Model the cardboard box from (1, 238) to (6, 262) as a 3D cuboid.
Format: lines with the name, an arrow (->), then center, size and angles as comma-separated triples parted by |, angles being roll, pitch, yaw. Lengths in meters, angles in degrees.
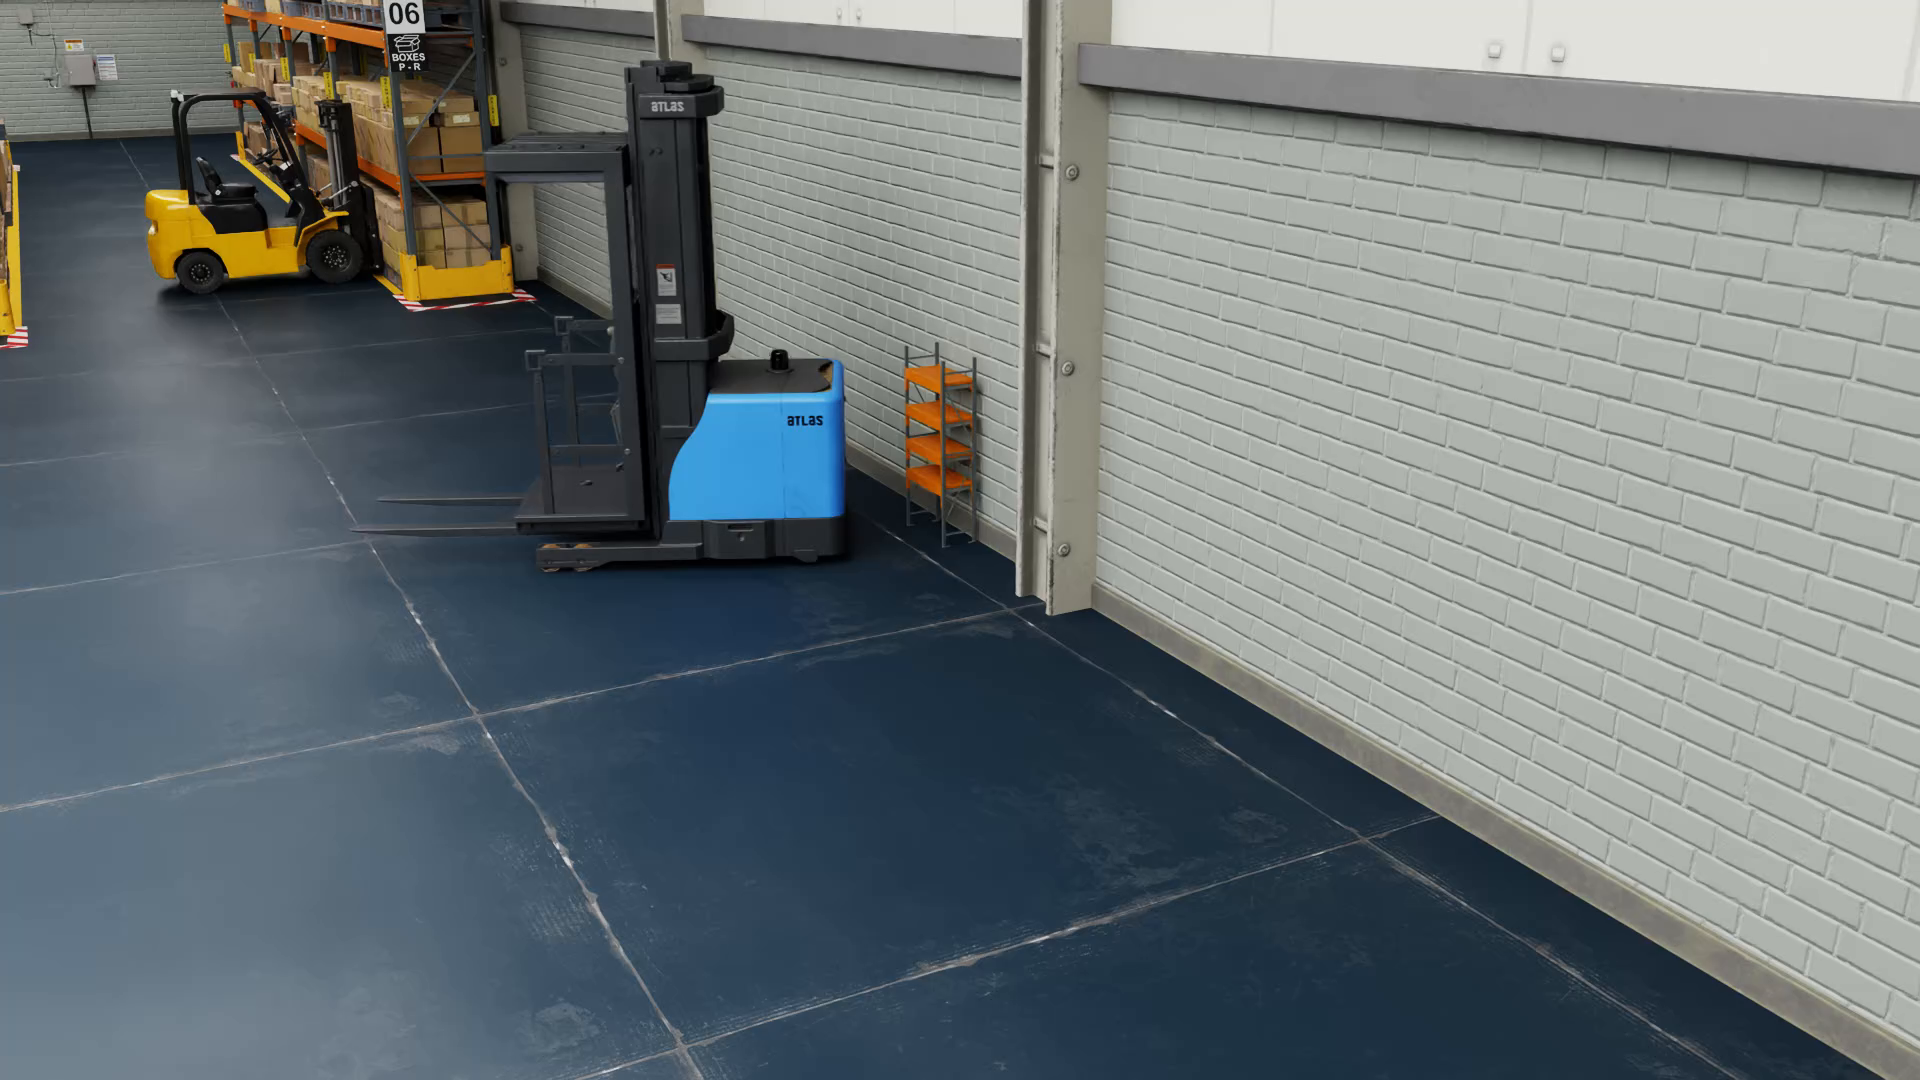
cardboard box -> -11.358, -3.325, 19.239 | 0.500, 0.250, 0.500 | -9, 21, -24

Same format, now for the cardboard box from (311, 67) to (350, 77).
cardboard box -> -9.515, -6.890, 25.203 | 0.500, 0.500, 0.500 | -9, 21, -24

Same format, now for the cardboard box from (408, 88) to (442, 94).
cardboard box -> -6.290, -5.248, 19.638 | 0.380, 0.149, 0.250 | -10, 21, -26

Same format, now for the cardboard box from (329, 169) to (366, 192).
cardboard box -> -8.128, -4.772, 22.858 | 0.875, 0.625, 0.625 | -10, 22, -27

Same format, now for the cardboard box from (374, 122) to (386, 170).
cardboard box -> -6.313, -4.474, 18.845 | 0.500, 0.500, 0.500 | -9, 21, -25

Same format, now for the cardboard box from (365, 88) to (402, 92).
cardboard box -> -6.803, -5.255, 19.657 | 0.380, 0.149, 0.250 | -10, 21, -26

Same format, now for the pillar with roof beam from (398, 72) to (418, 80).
pillar with roof beam -> -11.785, -8.407, 21.198 | 9.100, 9.000, 0.400 | -10, 21, -27

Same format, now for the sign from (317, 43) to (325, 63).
sign -> -10.821, -8.255, 28.180 | 0.100, 0.325, 0.005 | -10, 21, -27

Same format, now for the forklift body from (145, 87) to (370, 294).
forklift body -> -8.116, -4.036, 19.031 | 2.313, 2.155, 1.214 | -10, 21, -27

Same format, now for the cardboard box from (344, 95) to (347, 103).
cardboard box -> -7.465, -5.471, 20.741 | 0.380, 0.149, 0.250 | -9, 21, -25

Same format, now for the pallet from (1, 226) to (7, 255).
pallet -> -12.830, -3.810, 21.348 | 1.003, 0.211, 1.213 | -10, 21, -27

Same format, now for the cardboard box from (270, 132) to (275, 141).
cardboard box -> -11.372, -6.800, 27.932 | 0.380, 0.149, 0.250 | -9, 21, -24

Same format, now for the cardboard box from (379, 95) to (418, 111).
cardboard box -> -6.258, -4.877, 18.563 | 0.380, 0.149, 0.250 | -9, 21, -25

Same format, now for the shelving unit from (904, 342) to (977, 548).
shelving unit -> -0.124, -0.606, 10.549 | 0.258, 1.200, 0.503 | -10, 22, -27

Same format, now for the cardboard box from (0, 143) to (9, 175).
cardboard box -> -16.304, -6.292, 27.550 | 0.875, 0.438, 0.875 | -11, 22, -28

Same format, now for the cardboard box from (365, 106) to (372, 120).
cardboard box -> -6.651, -4.950, 19.230 | 0.380, 0.149, 0.250 | -10, 21, -26

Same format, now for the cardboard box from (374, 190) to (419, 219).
cardboard box -> -6.599, -3.920, 19.431 | 0.500, 0.250, 0.500 | -10, 21, -26

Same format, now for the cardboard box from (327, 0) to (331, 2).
cardboard box -> -7.563, -6.693, 20.419 | 0.380, 0.149, 0.250 | -9, 21, -26

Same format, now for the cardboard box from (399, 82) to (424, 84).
cardboard box -> -6.871, -5.621, 20.719 | 0.380, 0.149, 0.250 | -10, 22, -27

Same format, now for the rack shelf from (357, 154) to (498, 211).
rack shelf -> -6.559, -4.410, 19.915 | 1.077, 0.370, 4.000 | -10, 21, -27

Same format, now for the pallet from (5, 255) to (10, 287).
pallet -> -11.526, -3.048, 19.142 | 1.003, 0.211, 1.213 | -10, 21, -27

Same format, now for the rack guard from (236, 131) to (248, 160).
rack guard -> -13.171, -7.565, 31.789 | 1.175, 0.500, 0.348 | -10, 21, -27

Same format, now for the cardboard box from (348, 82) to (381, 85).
cardboard box -> -7.399, -5.622, 20.723 | 0.380, 0.149, 0.250 | -10, 21, -26

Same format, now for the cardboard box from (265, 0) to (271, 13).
cardboard box -> -10.343, -8.217, 25.476 | 0.500, 0.250, 0.500 | -10, 21, -27

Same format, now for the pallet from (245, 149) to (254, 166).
pallet -> -12.792, -7.200, 31.173 | 1.003, 0.211, 1.213 | -10, 21, -27

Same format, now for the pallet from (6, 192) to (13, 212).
pallet -> -14.658, -4.972, 24.716 | 1.003, 0.211, 1.213 | -10, 21, -27

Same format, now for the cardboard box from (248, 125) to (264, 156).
cardboard box -> -12.629, -7.344, 30.504 | 0.700, 0.500, 0.500 | -9, 21, -24

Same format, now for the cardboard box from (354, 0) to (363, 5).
cardboard box -> -6.433, -6.285, 18.699 | 0.700, 0.500, 0.500 | -10, 21, -26

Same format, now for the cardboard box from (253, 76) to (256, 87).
cardboard box -> -11.764, -7.798, 28.407 | 0.500, 0.250, 0.500 | -9, 21, -25

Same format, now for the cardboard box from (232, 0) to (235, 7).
cardboard box -> -12.618, -9.485, 29.308 | 0.380, 0.149, 0.250 | -10, 21, -27

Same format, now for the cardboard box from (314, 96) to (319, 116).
cardboard box -> -8.455, -5.885, 22.551 | 0.500, 0.250, 0.500 | -10, 21, -26

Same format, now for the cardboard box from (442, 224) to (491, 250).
cardboard box -> -5.650, -3.478, 18.916 | 0.500, 0.250, 0.500 | -10, 21, -26

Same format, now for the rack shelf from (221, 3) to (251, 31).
rack shelf -> -12.258, -9.272, 29.409 | 1.077, 0.370, 4.000 | -10, 21, -27

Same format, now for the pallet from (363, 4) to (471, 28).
pallet -> -5.922, -5.759, 18.259 | 1.003, 0.211, 1.213 | -10, 21, -27

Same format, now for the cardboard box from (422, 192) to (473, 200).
cardboard box -> -5.912, -3.857, 19.249 | 0.500, 0.250, 0.500 | -10, 21, -27

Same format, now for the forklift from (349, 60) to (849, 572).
forklift -> -2.227, -1.369, 10.104 | 3.031, 2.935, 1.130 | -1, 19, -3

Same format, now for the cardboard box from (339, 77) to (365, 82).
cardboard box -> -8.784, -6.622, 24.077 | 0.380, 0.149, 0.250 | -10, 21, -27

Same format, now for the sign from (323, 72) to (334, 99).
sign -> -7.982, -5.747, 21.034 | 0.100, 0.325, 0.005 | -10, 21, -27

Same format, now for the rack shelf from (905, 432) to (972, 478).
rack shelf -> -0.124, -0.543, 10.571 | 0.258, 0.148, 0.480 | -10, 22, -27

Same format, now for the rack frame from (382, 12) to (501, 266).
rack frame -> -5.610, -4.176, 18.134 | 1.000, 3.000, 0.127 | -10, 21, -27

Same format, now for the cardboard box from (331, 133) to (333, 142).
cardboard box -> -7.978, -5.357, 21.788 | 0.500, 0.250, 0.500 | -9, 21, -25

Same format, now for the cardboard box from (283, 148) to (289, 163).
cardboard box -> -10.541, -6.018, 26.663 | 0.500, 0.500, 0.500 | -11, 22, -29

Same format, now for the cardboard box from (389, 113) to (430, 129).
cardboard box -> -6.021, -4.586, 18.174 | 0.380, 0.149, 0.250 | -10, 21, -26

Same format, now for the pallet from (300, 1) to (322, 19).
pallet -> -8.474, -7.299, 22.877 | 1.003, 0.211, 1.213 | -9, 21, -24

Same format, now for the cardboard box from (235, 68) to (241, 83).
cardboard box -> -12.989, -8.522, 30.503 | 0.500, 0.250, 0.500 | -10, 21, -26

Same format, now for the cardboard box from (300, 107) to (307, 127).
cardboard box -> -9.178, -6.091, 23.914 | 0.500, 0.250, 0.500 | -10, 22, -28

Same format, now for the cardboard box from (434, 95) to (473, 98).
cardboard box -> -5.652, -4.886, 18.588 | 0.380, 0.149, 0.250 | -9, 21, -25

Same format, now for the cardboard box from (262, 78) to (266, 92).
cardboard box -> -10.986, -7.297, 26.742 | 0.396, 0.266, 0.258 | -9, 21, -24

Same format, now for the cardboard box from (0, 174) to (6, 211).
cardboard box -> -14.030, -5.107, 23.448 | 0.875, 0.875, 0.875 | -10, 22, -27

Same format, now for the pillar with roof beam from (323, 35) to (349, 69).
pillar with roof beam -> -14.634, -10.129, 26.190 | 9.100, 9.000, 0.400 | -10, 21, -27

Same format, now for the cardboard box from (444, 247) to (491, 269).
cardboard box -> -5.671, -3.246, 19.010 | 0.500, 0.250, 0.500 | -10, 21, -26

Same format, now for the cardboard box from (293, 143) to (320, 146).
cardboard box -> -10.109, -6.054, 25.772 | 0.380, 0.149, 0.250 | -11, 22, -28

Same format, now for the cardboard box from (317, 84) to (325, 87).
cardboard box -> -8.499, -6.104, 22.574 | 0.380, 0.149, 0.250 | -10, 21, -26

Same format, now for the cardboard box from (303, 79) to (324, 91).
cardboard box -> -9.109, -6.470, 23.634 | 0.380, 0.149, 0.250 | -10, 21, -26

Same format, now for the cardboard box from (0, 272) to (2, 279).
cardboard box -> -10.116, -2.579, 17.078 | 0.500, 0.250, 0.500 | -10, 21, -27
